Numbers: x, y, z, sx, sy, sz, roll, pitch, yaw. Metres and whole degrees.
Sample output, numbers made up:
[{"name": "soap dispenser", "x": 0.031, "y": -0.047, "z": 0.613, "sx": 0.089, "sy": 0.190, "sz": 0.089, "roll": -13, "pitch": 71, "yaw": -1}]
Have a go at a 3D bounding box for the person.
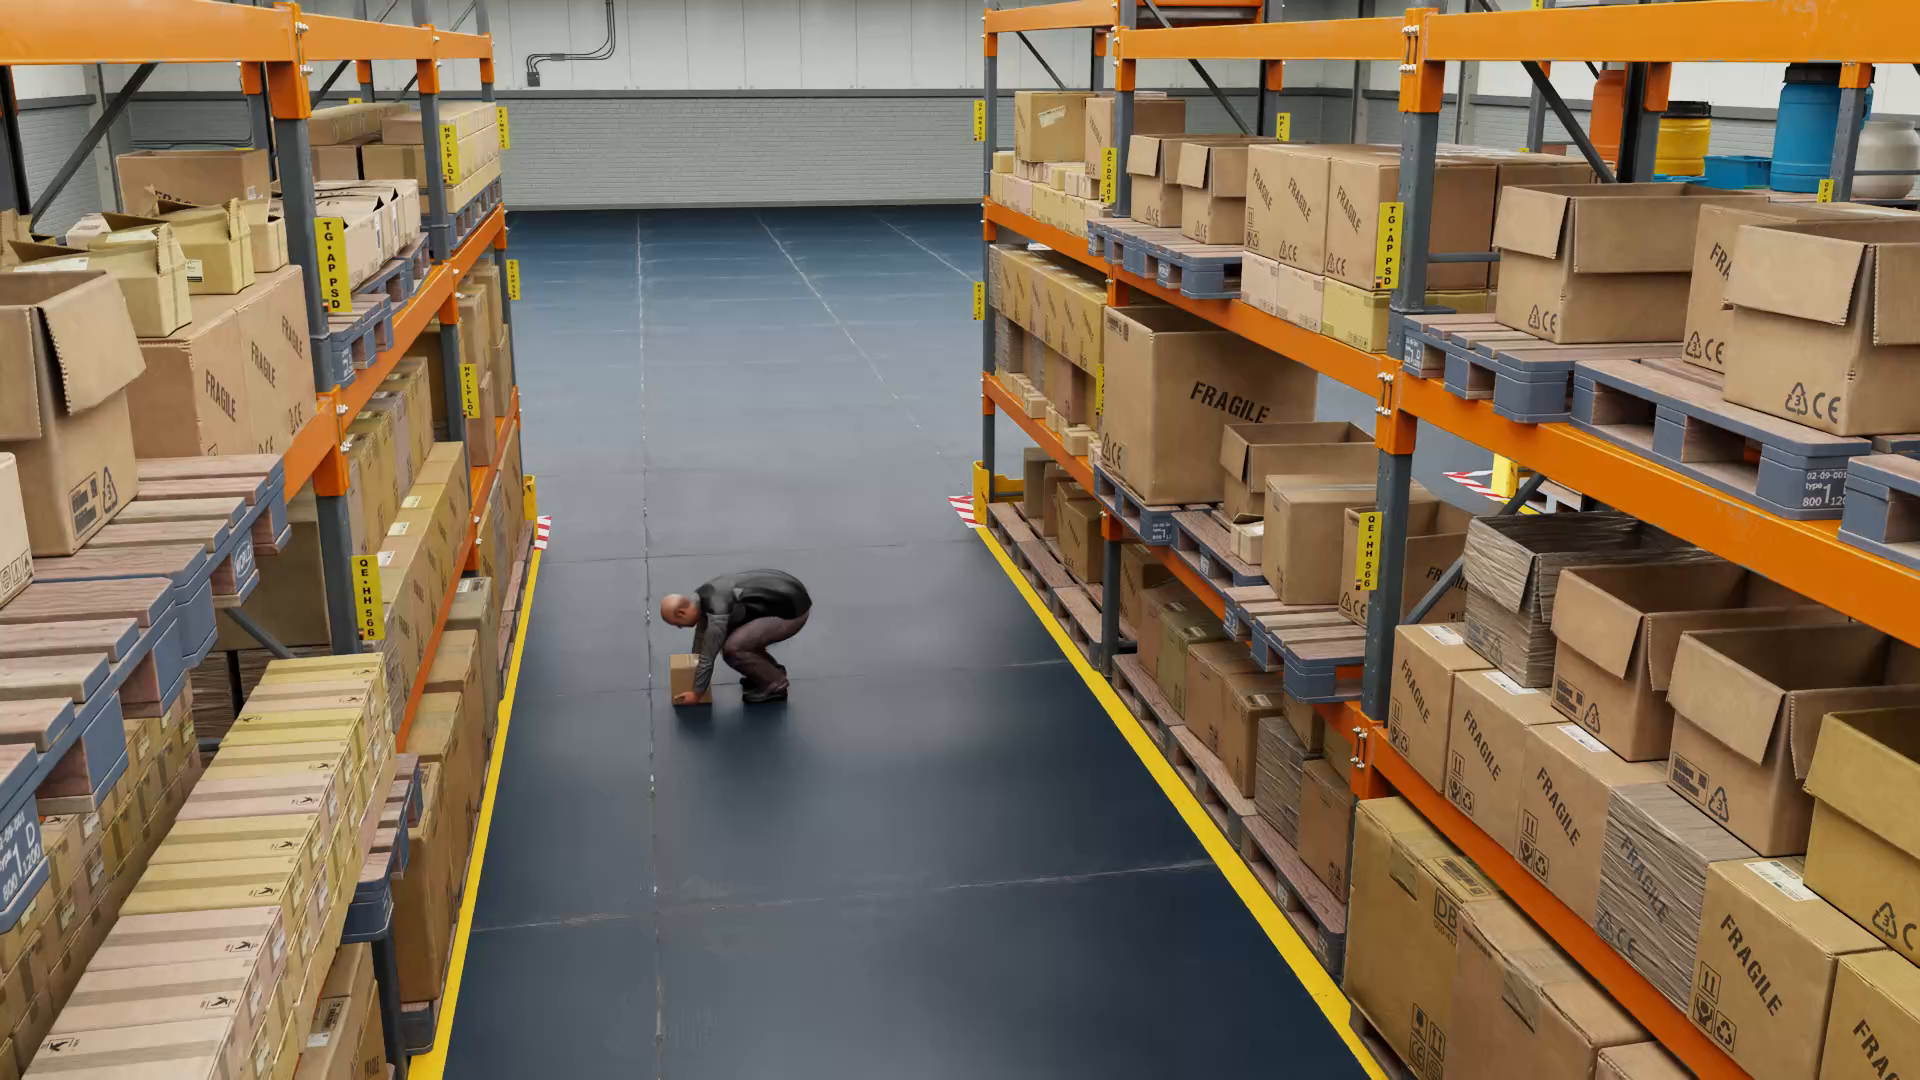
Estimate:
[{"name": "person", "x": -1.322, "y": 0.177, "z": 10.513, "sx": 0.583, "sy": 1.705, "sz": 0.484, "roll": -3, "pitch": 17, "yaw": -11}]
